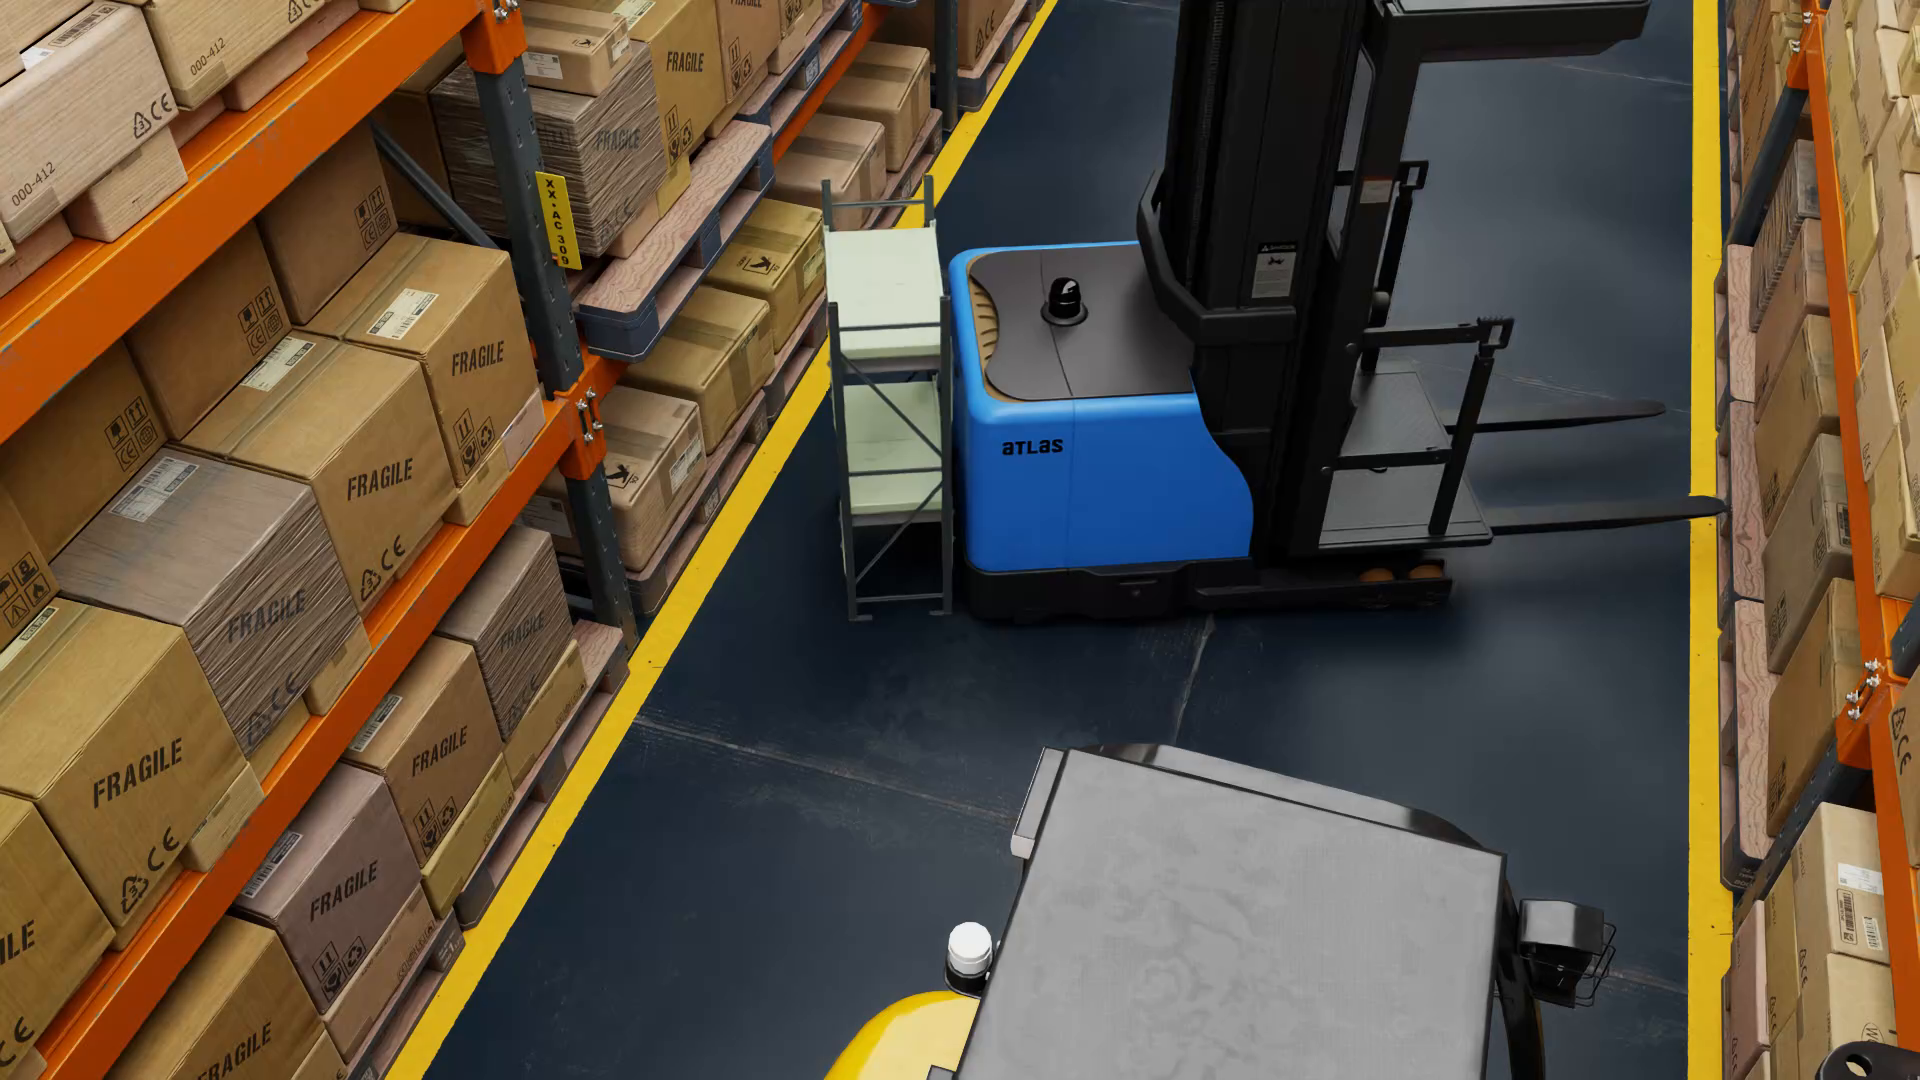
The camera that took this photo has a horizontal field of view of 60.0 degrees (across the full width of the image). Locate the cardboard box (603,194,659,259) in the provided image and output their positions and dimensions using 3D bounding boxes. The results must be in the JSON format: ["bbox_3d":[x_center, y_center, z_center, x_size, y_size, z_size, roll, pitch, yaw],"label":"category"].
[{"bbox_3d":[-1.249,-1.111,5.620,0.380,0.149,0.250,13,46,13],"label":"cardboard box"}]

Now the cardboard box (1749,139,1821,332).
[{"bbox_3d":[4.024,-1.255,7.285,0.875,0.625,0.625,14,46,14],"label":"cardboard box"}]

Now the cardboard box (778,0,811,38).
[{"bbox_3d":[-0.843,-2.298,6.370,0.500,0.500,0.500,11,45,11],"label":"cardboard box"}]

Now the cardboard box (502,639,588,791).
[{"bbox_3d":[-1.640,0.535,5.725,0.500,0.250,0.500,14,46,14],"label":"cardboard box"}]

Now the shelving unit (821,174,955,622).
[{"bbox_3d":[-0.262,-0.495,6.184,0.431,1.500,0.755,-4,44,-4],"label":"shelving unit"}]

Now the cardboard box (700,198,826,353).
[{"bbox_3d":[-1.138,-1.254,7.465,0.950,0.372,0.625,14,46,14],"label":"cardboard box"}]

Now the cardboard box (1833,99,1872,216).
[{"bbox_3d":[3.552,-1.390,6.133,0.500,0.250,0.500,11,45,11],"label":"cardboard box"}]

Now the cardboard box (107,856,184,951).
[{"bbox_3d":[-2.110,0.796,3.971,0.380,0.149,0.250,11,46,11],"label":"cardboard box"}]

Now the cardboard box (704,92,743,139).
[{"bbox_3d":[-1.034,-1.643,6.164,0.380,0.149,0.250,13,46,13],"label":"cardboard box"}]

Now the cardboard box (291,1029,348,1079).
[{"bbox_3d":[-2.106,1.566,4.671,0.500,0.250,0.500,15,46,15],"label":"cardboard box"}]

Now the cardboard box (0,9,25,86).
[{"bbox_3d":[-1.934,-0.880,2.969,0.380,0.149,0.250,13,46,13],"label":"cardboard box"}]

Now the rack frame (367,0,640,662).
[{"bbox_3d":[-1.718,-0.749,5.371,1.000,3.000,0.127,13,46,13],"label":"rack frame"}]

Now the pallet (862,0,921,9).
[{"bbox_3d":[-0.621,-2.849,7.654,1.213,0.211,1.003,13,46,13],"label":"pallet"}]

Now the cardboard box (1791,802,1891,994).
[{"bbox_3d":[2.569,1.031,4.502,0.500,0.250,0.500,12,46,12],"label":"cardboard box"}]

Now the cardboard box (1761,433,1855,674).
[{"bbox_3d":[3.404,0.133,5.867,0.875,0.625,0.625,12,46,12],"label":"cardboard box"}]

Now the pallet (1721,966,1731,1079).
[{"bbox_3d":[2.733,1.818,4.742,1.003,0.211,1.213,13,46,13],"label":"pallet"}]

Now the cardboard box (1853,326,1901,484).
[{"bbox_3d":[3.064,-0.374,5.095,0.500,0.250,0.500,12,46,12],"label":"cardboard box"}]

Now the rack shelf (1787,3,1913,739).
[{"bbox_3d":[3.620,-0.776,5.913,1.077,0.370,4.000,13,46,13],"label":"rack shelf"}]

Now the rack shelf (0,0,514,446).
[{"bbox_3d":[-2.323,-0.231,3.211,1.077,0.370,4.000,13,46,13],"label":"rack shelf"}]

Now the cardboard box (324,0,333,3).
[{"bbox_3d":[-1.595,-1.521,3.910,0.500,0.250,0.500,12,46,12],"label":"cardboard box"}]

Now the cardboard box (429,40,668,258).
[{"bbox_3d":[-1.302,-1.293,5.342,0.500,0.500,0.500,14,46,14],"label":"cardboard box"}]

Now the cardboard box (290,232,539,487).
[{"bbox_3d":[-1.615,-0.542,4.875,0.500,0.500,0.500,11,46,11],"label":"cardboard box"}]

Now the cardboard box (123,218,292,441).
[{"bbox_3d":[-2.233,-0.665,4.286,0.700,0.500,0.500,13,46,13],"label":"cardboard box"}]

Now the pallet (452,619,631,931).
[{"bbox_3d":[-1.887,0.703,5.881,1.003,0.211,1.213,13,46,13],"label":"pallet"}]

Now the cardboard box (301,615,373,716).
[{"bbox_3d":[-1.829,0.297,4.481,0.380,0.149,0.250,12,46,12],"label":"cardboard box"}]

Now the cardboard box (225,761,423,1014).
[{"bbox_3d":[-1.947,0.947,4.768,0.500,0.500,0.500,15,46,15],"label":"cardboard box"}]

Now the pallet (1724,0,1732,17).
[{"bbox_3d":[5.227,-3.486,10.161,1.003,0.211,1.213,13,46,13],"label":"pallet"}]

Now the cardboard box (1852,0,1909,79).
[{"bbox_3d":[3.706,-1.914,6.311,0.500,0.250,0.500,14,46,14],"label":"cardboard box"}]

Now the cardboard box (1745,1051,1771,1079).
[{"bbox_3d":[2.413,1.727,4.507,0.500,0.250,0.500,12,46,12],"label":"cardboard box"}]

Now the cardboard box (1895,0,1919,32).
[{"bbox_3d":[3.648,-1.952,6.065,0.380,0.149,0.250,13,46,13],"label":"cardboard box"}]

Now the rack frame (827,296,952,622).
[{"bbox_3d":[-0.230,-0.240,5.923,0.400,1.500,0.023,-4,44,-4],"label":"rack frame"}]

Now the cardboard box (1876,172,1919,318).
[{"bbox_3d":[3.228,-0.891,5.265,0.500,0.250,0.500,13,46,13],"label":"cardboard box"}]

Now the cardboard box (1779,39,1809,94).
[{"bbox_3d":[4.134,-2.238,7.915,0.380,0.149,0.250,10,45,11],"label":"cardboard box"}]

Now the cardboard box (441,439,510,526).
[{"bbox_3d":[-1.593,-0.213,5.002,0.380,0.149,0.250,13,46,13],"label":"cardboard box"}]

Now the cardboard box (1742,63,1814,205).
[{"bbox_3d":[4.149,-1.951,8.086,0.500,0.500,0.500,14,46,14],"label":"cardboard box"}]

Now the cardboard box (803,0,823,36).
[{"bbox_3d":[-0.775,-2.158,6.690,0.380,0.149,0.250,11,45,11],"label":"cardboard box"}]

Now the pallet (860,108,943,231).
[{"bbox_3d":[-0.744,-1.898,8.539,1.003,0.211,1.213,13,46,13],"label":"pallet"}]

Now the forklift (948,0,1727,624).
[{"bbox_3d":[1.488,-1.147,5.827,3.031,2.935,1.130,-4,44,-4],"label":"forklift"}]

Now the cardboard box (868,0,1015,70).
[{"bbox_3d":[-0.218,-3.249,9.144,0.875,0.875,0.875,12,46,12],"label":"cardboard box"}]

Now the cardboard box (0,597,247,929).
[{"bbox_3d":[-2.068,0.492,3.819,0.500,0.500,0.500,12,46,12],"label":"cardboard box"}]

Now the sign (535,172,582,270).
[{"bbox_3d":[-1.198,-0.949,4.956,0.100,0.325,0.005,13,46,13],"label":"sign"}]

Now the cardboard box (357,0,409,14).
[{"bbox_3d":[-1.522,-1.456,4.128,0.380,0.149,0.250,13,46,13],"label":"cardboard box"}]

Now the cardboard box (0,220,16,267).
[{"bbox_3d":[-2.054,-0.507,2.873,0.500,0.250,0.500,13,46,13],"label":"cardboard box"}]

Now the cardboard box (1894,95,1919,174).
[{"bbox_3d":[3.271,-1.294,5.392,0.380,0.149,0.250,11,46,11],"label":"cardboard box"}]

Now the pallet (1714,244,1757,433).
[{"bbox_3d":[3.939,-0.829,7.447,1.003,0.211,1.213,13,46,13],"label":"pallet"}]

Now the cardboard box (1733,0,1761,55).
[{"bbox_3d":[4.606,-2.981,9.139,0.500,0.500,0.500,11,45,11],"label":"cardboard box"}]

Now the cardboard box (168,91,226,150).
[{"bbox_3d":[-1.859,-0.972,3.634,0.380,0.149,0.250,11,45,11],"label":"cardboard box"}]
